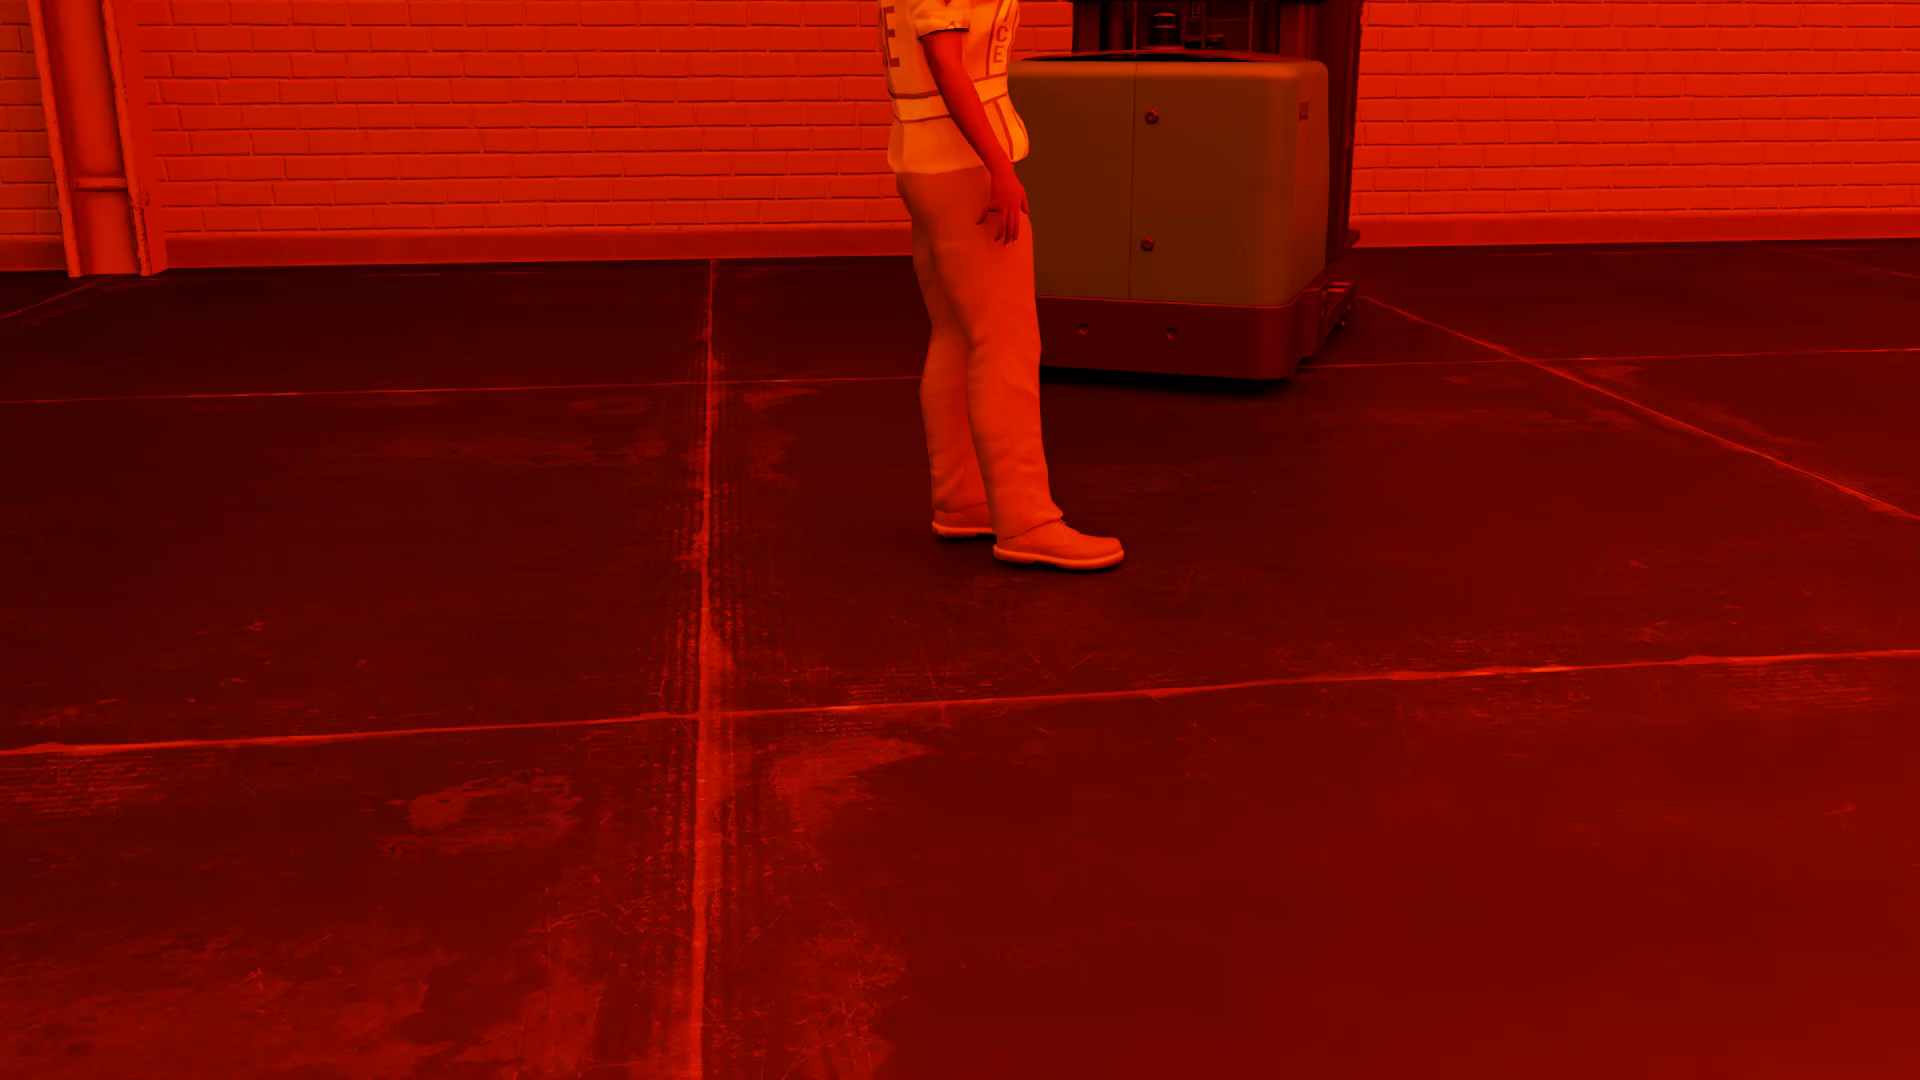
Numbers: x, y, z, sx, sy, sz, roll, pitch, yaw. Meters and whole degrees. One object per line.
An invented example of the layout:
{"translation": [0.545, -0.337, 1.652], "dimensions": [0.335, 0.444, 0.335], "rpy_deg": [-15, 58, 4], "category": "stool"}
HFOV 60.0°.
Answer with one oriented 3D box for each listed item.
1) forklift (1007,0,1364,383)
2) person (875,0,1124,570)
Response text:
{"translation": [1.053, -2.314, 6.565], "dimensions": [1.130, 2.935, 3.031], "rpy_deg": [6, 18, 18], "category": "forklift"}
{"translation": [0.077, -0.815, 3.711], "dimensions": [0.530, 1.695, 0.570], "rpy_deg": [-2, 17, -8], "category": "person"}
